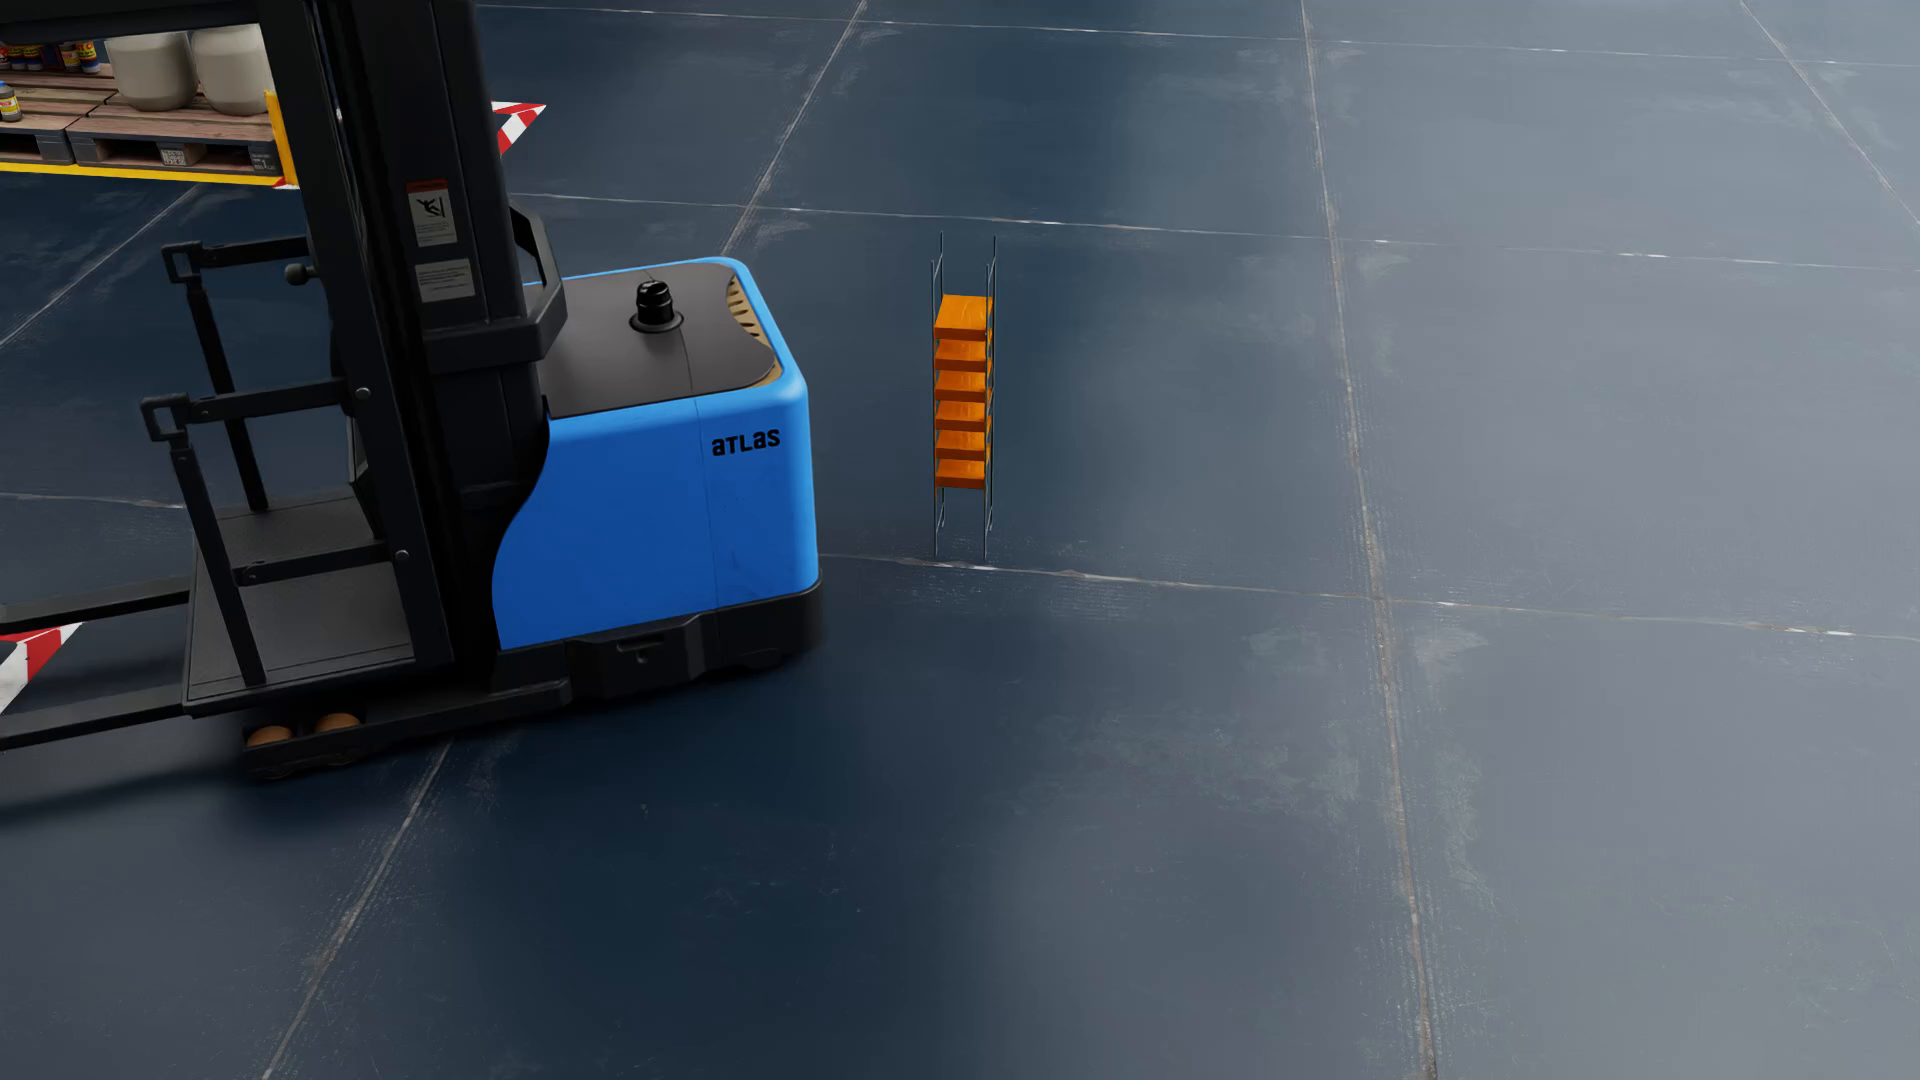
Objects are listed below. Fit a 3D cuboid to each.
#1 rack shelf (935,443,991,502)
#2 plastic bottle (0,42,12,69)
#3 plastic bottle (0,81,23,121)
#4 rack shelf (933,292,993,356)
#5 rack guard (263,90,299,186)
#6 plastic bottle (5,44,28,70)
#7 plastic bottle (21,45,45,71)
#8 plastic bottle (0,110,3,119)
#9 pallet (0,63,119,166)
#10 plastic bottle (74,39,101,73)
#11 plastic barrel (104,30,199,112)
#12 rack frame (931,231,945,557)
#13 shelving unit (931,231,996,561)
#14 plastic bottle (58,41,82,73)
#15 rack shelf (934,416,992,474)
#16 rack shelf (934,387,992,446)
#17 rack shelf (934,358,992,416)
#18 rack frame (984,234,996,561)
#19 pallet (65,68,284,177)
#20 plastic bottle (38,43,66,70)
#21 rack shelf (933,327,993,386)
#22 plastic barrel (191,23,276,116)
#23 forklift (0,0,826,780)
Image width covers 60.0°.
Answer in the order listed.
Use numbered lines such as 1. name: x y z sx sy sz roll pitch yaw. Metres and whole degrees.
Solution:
1. rack shelf: 0.014 -0.256 6.065 0.180 0.103 0.258 4 36 6
2. plastic bottle: -5.608 -2.865 9.713 0.097 0.201 0.097 0 36 0
3. plastic bottle: -5.190 -2.395 9.053 0.097 0.201 0.097 0 36 0
4. rack shelf: 0.014 -0.744 5.717 0.180 0.103 0.258 4 36 6
5. rack guard: -3.393 -2.432 9.228 0.348 0.500 1.175 4 36 6
6. plastic bottle: -5.510 -2.886 9.682 0.097 0.271 0.097 0 36 0
7. plastic bottle: -5.411 -2.879 9.672 0.097 0.271 0.097 0 36 0
8. plastic bottle: -5.308 -2.426 9.027 0.133 0.283 0.061 5 36 7
9. pallet: -5.405 -2.470 9.529 1.213 0.211 1.003 4 36 6
10. plastic bottle: -5.071 -2.854 9.636 0.097 0.271 0.097 0 36 0
11. plastic barrel: -4.472 -2.671 9.191 0.421 0.512 0.421 0 36 0
12. rack frame: -0.076 -0.494 5.909 0.006 1.200 0.240 4 36 6
13. shelving unit: 0.014 -0.487 5.900 0.189 1.200 0.258 4 36 6
14. plastic bottle: -5.173 -2.833 9.667 0.097 0.201 0.097 0 36 0
15. rack shelf: 0.014 -0.353 5.995 0.180 0.103 0.258 4 36 6
16. rack shelf: 0.014 -0.451 5.926 0.180 0.103 0.258 4 36 6
17. rack shelf: 0.014 -0.549 5.856 0.180 0.103 0.258 4 36 6
18. rack frame: 0.105 -0.481 5.890 0.006 1.200 0.240 4 36 6
19. pallet: -4.199 -2.378 9.400 1.213 0.211 1.003 4 36 6
20. plastic bottle: -5.293 -2.886 9.671 0.133 0.283 0.061 5 36 7
21. rack shelf: 0.014 -0.646 5.786 0.180 0.103 0.258 4 36 6
22. plastic barrel: -3.975 -2.634 9.139 0.421 0.512 0.421 0 36 0
23. forklift: -2.032 -0.791 4.835 3.031 2.935 1.130 -11 37 -15
